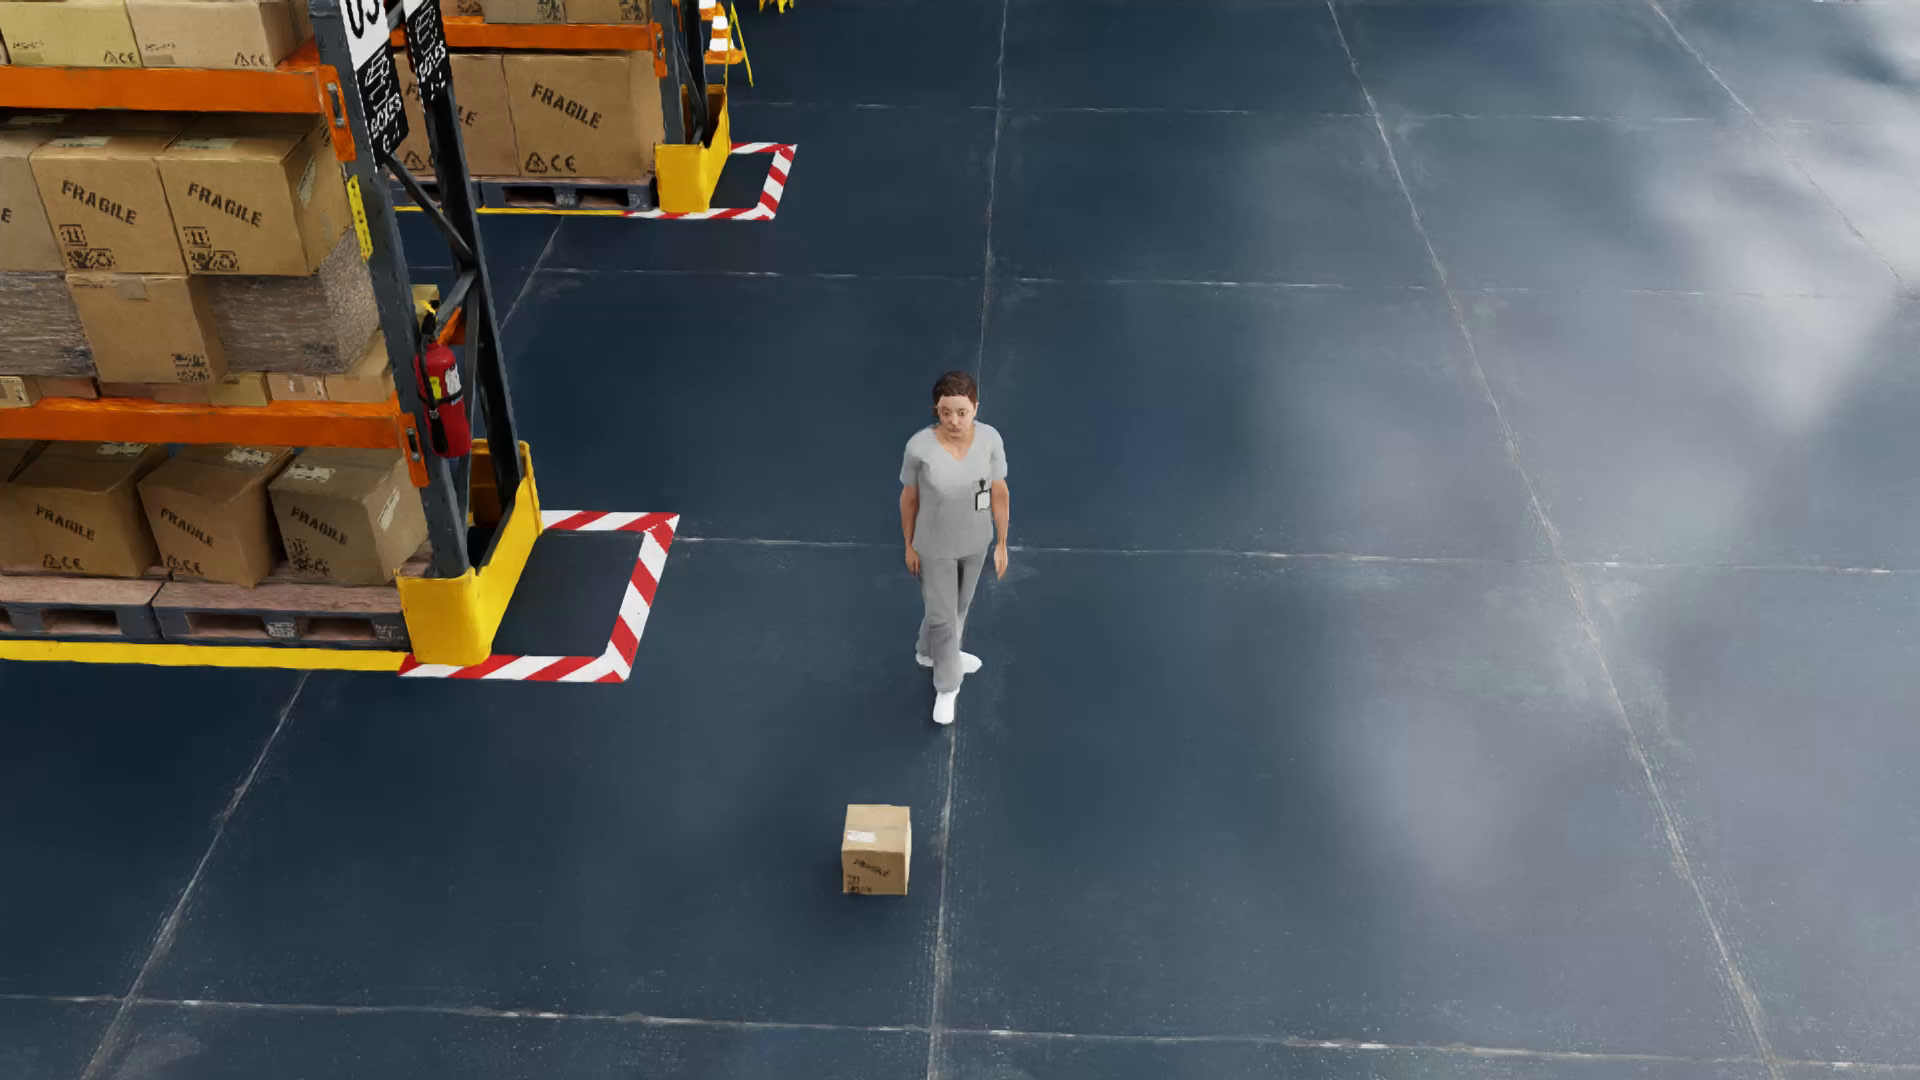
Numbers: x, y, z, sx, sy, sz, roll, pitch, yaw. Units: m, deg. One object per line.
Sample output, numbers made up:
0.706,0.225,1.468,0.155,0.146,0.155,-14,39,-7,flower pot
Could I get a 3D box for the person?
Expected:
-0.035,-0.005,7.120,0.450,1.676,0.478,-13,38,-18,person
